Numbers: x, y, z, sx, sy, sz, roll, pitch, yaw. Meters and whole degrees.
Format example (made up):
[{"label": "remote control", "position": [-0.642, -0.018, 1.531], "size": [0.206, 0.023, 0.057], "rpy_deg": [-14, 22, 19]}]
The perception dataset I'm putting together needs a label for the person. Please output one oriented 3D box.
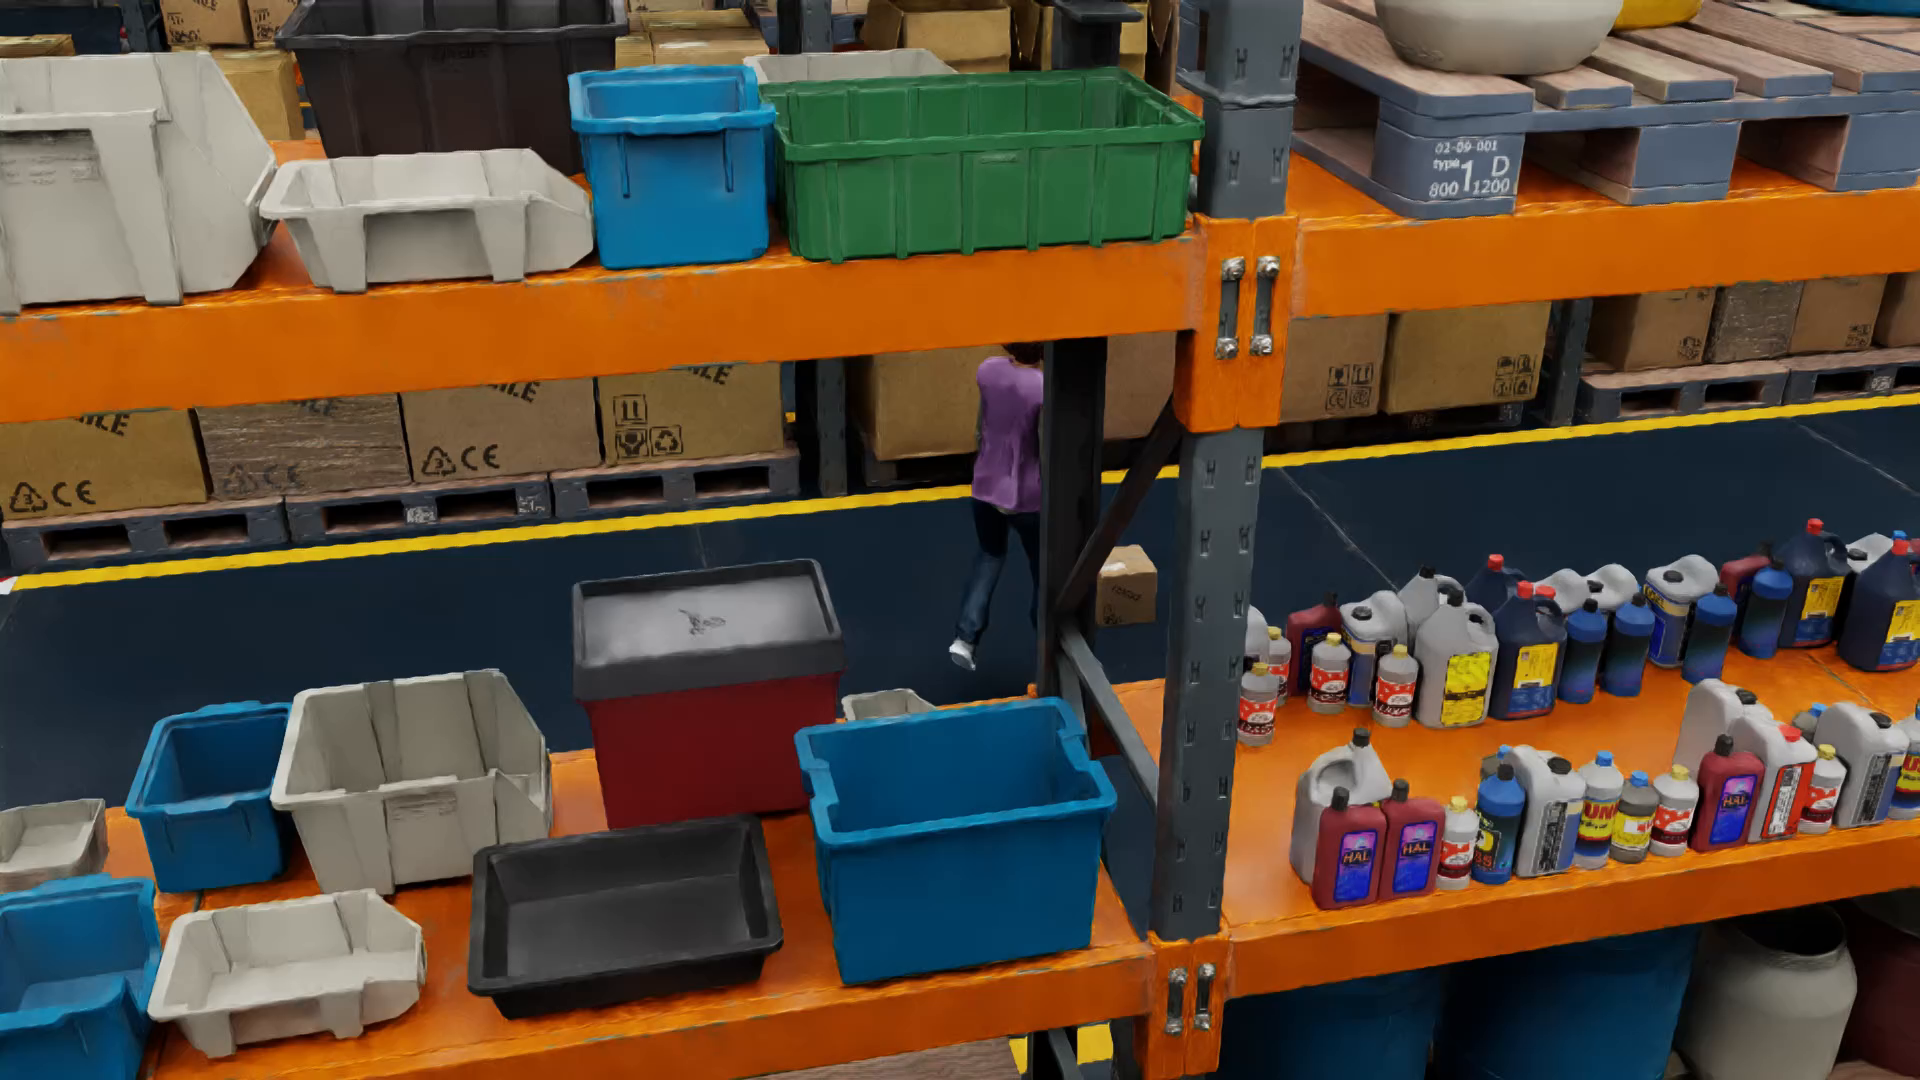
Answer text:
[{"label": "person", "position": [0.229, -0.136, 6.357], "size": [0.515, 1.595, 0.538], "rpy_deg": [17, 32, 30]}]
